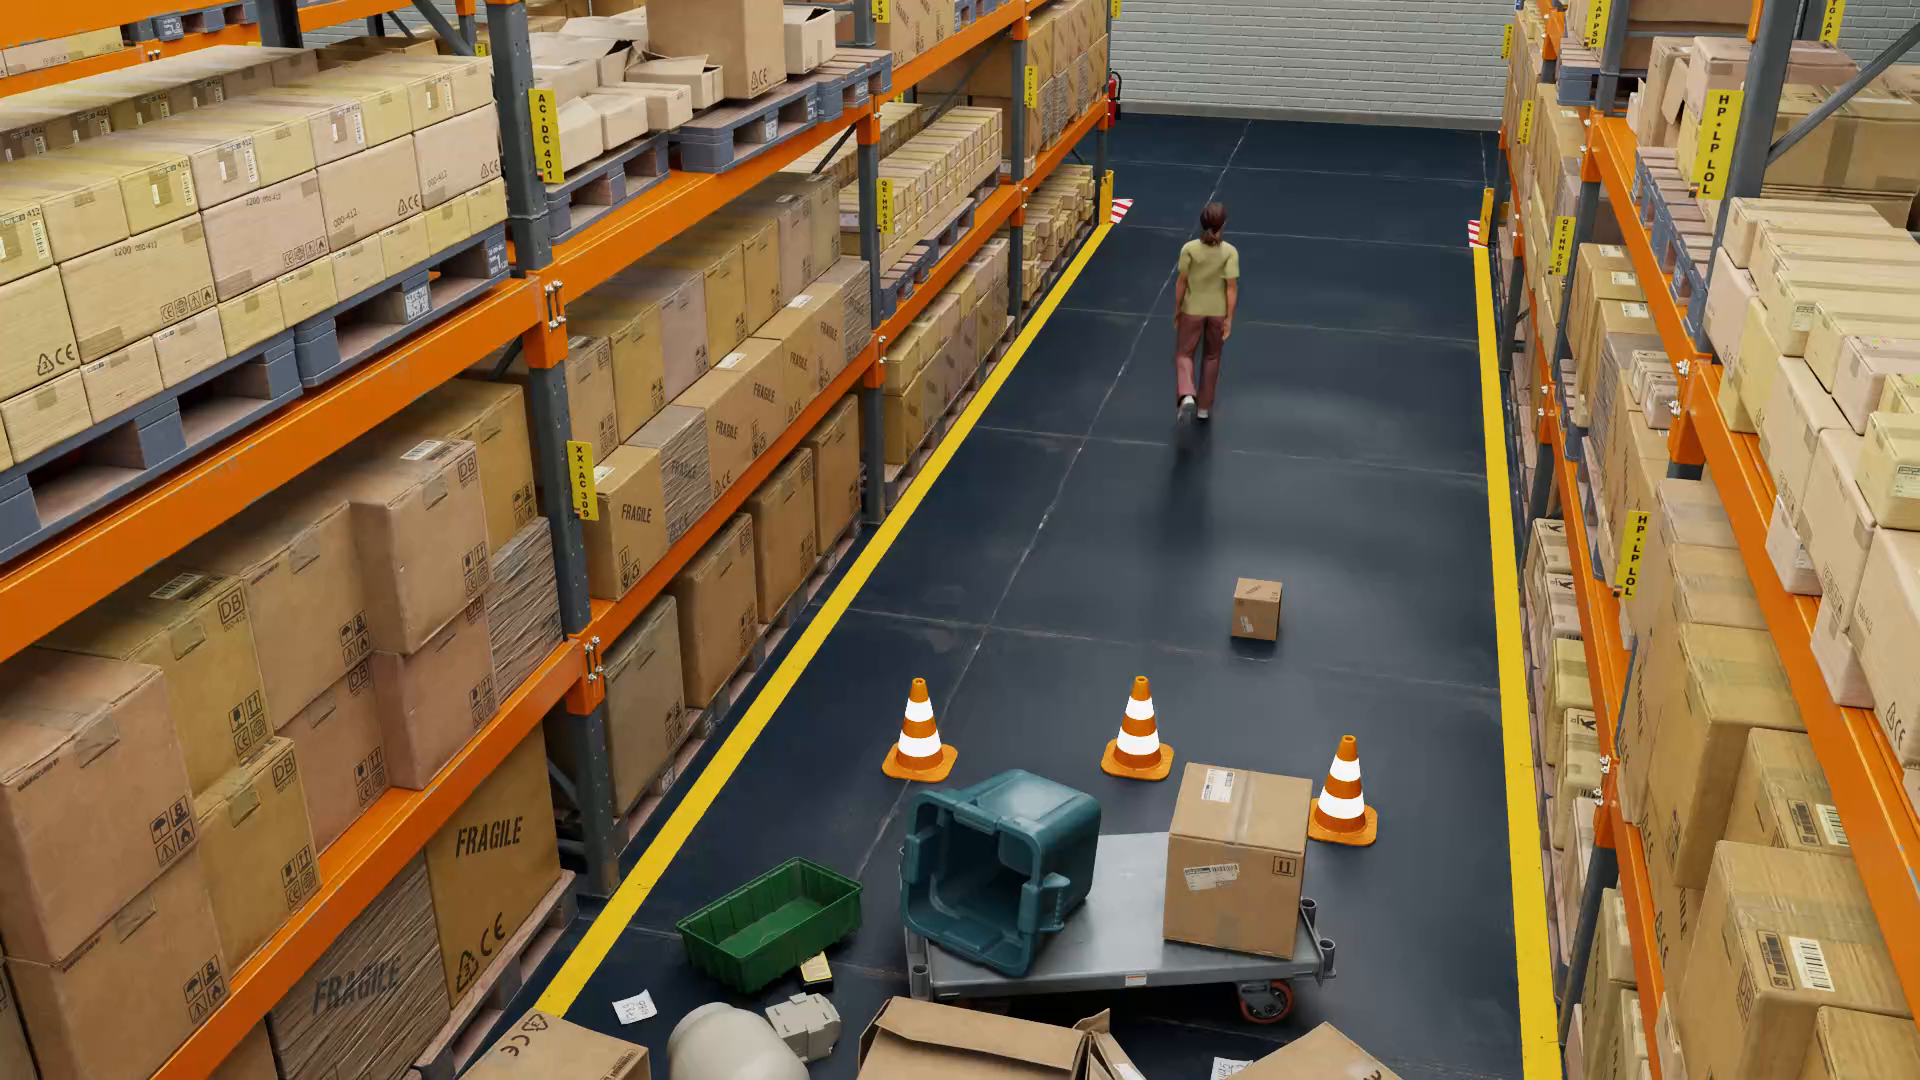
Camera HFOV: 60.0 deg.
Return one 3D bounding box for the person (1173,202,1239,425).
[{"bbox_3d":[1.762,-1.612,11.971,0.446,1.645,0.784,3,26,6],"label":"person"}]
